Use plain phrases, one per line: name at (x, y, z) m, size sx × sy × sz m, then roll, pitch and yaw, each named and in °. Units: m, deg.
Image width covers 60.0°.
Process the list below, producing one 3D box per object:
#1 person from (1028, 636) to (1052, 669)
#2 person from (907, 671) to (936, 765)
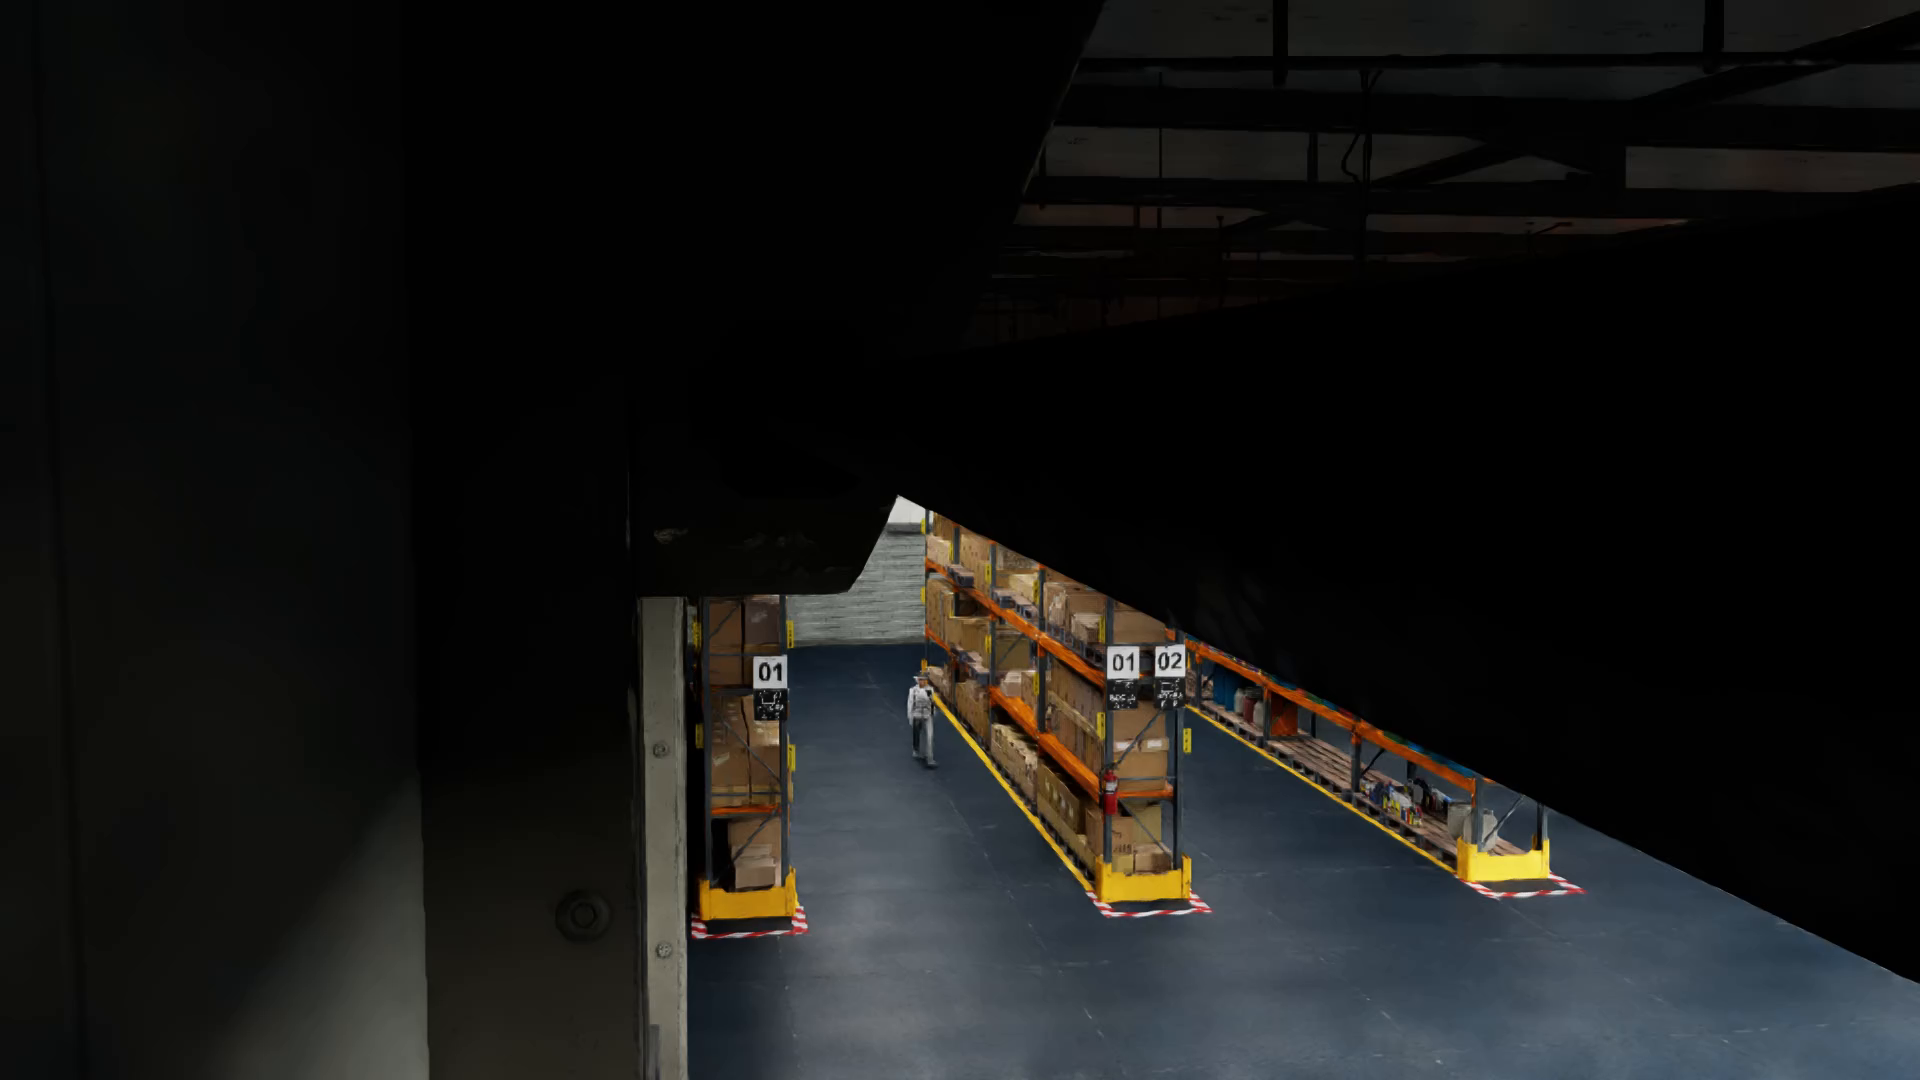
person at (1.838, 2.101, 38.274) m, size 0.566 × 1.706 × 1.122 m, roll -1°, pitch 5°, yaw -7°
person at (-0.665, 3.011, 28.514) m, size 0.495 × 1.589 × 1.086 m, roll -1°, pitch 5°, yaw -7°
